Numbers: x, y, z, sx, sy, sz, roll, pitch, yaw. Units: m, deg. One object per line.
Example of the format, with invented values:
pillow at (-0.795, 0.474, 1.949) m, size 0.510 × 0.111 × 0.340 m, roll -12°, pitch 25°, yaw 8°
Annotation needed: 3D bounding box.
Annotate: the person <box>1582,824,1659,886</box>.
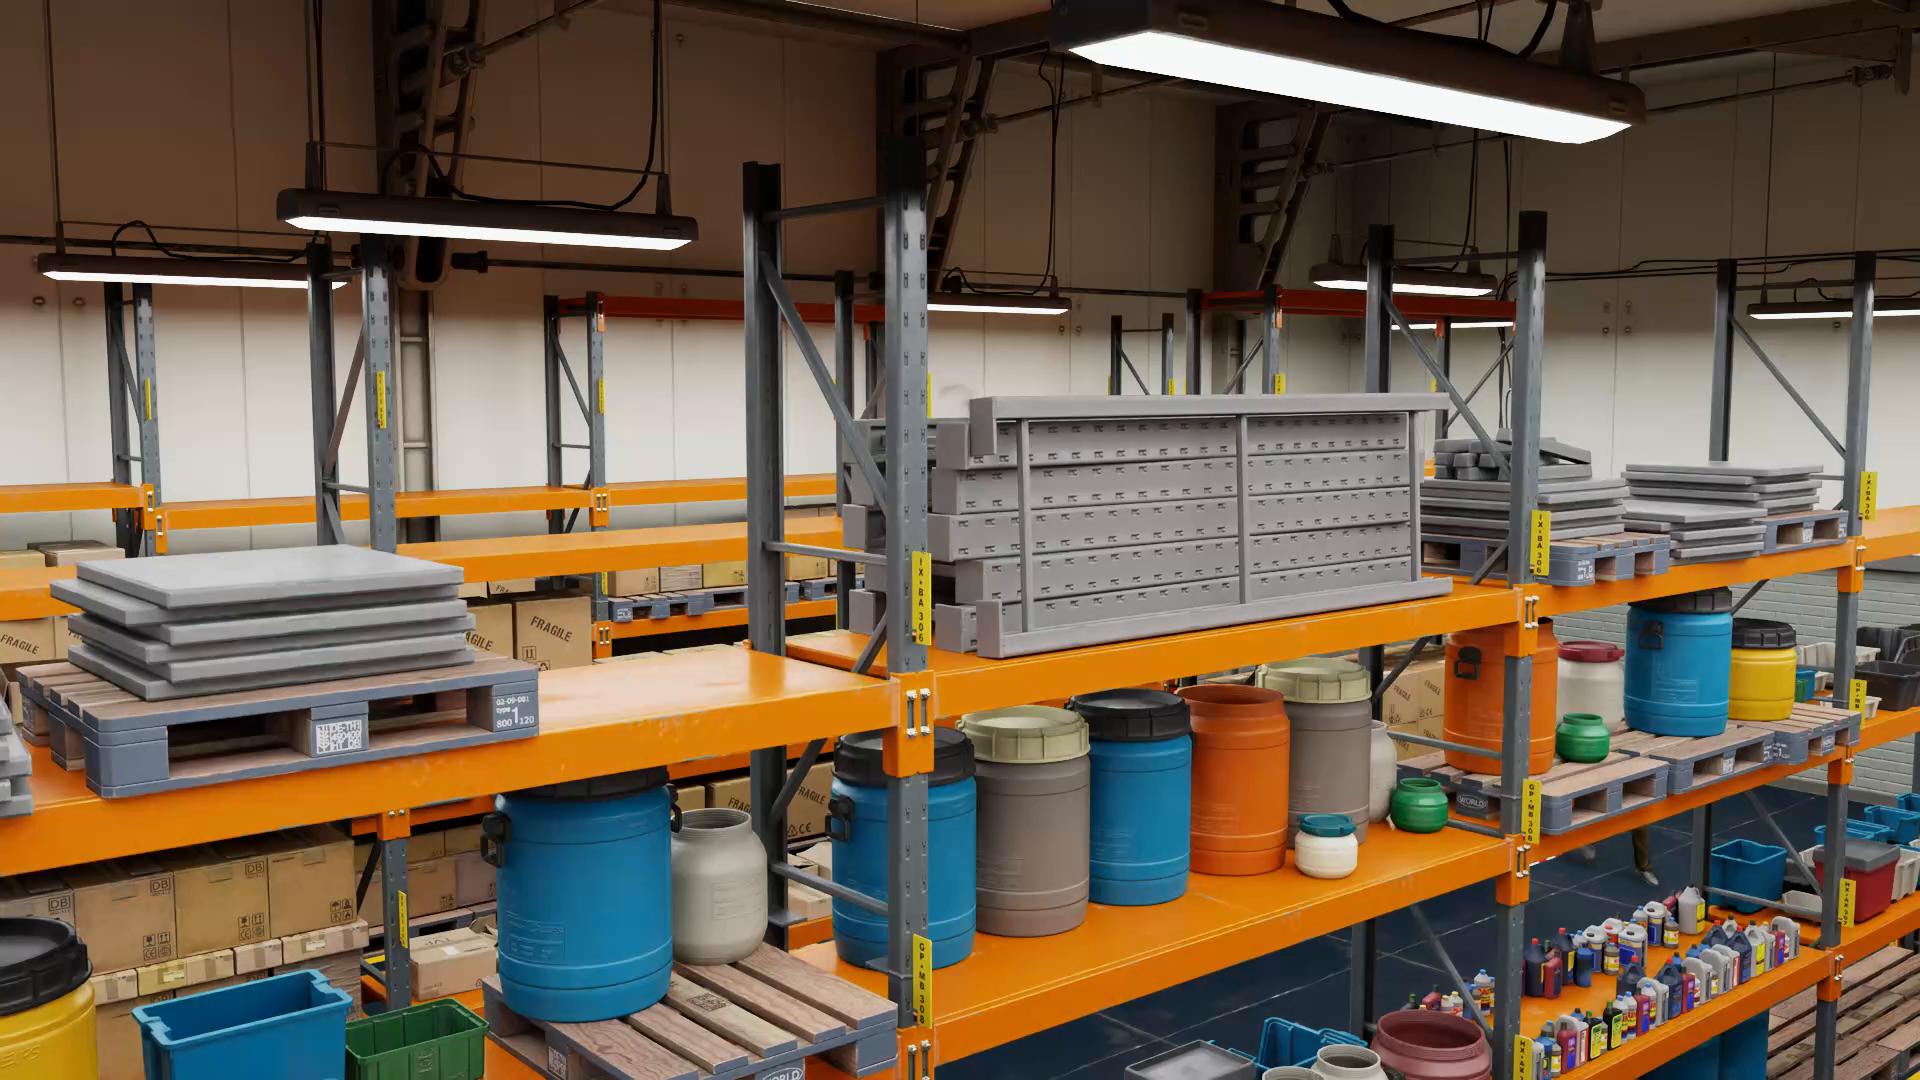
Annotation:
person at (6.809, 2.644, 17.391) m, size 0.731 × 1.762 × 0.993 m, roll -1°, pitch 6°, yaw -7°
